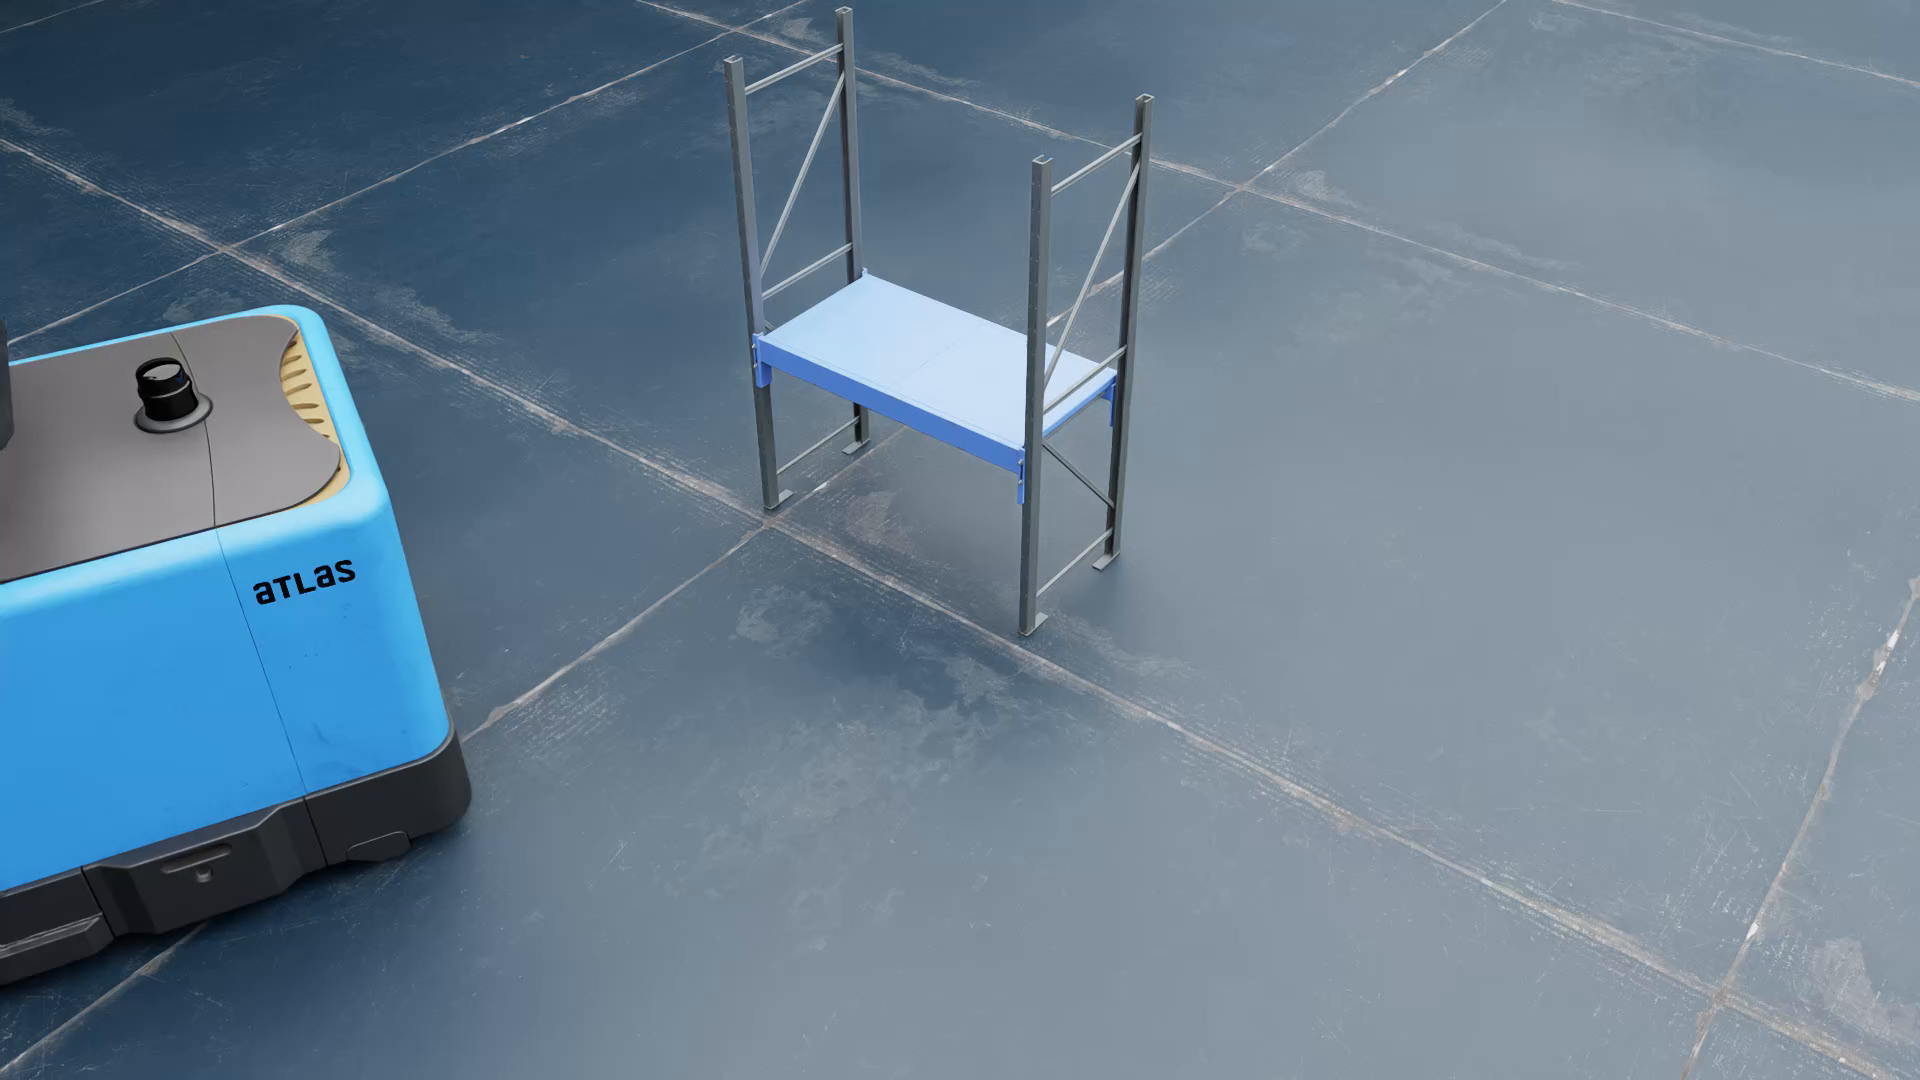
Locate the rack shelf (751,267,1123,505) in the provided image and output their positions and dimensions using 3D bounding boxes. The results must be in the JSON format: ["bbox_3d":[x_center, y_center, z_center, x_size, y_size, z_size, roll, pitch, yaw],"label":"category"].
[{"bbox_3d":[-0.068,-0.481,4.939,1.000,0.185,0.538,25,45,29],"label":"rack shelf"}]

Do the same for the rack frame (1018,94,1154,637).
[{"bbox_3d":[0.336,-0.432,4.585,0.032,1.500,0.500,25,45,29],"label":"rack frame"}]

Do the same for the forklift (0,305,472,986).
[{"bbox_3d":[-2.811,-0.270,3.218,3.031,2.935,1.130,-17,41,-20],"label":"forklift"}]

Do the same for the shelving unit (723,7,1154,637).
[{"bbox_3d":[-0.068,-0.622,4.828,1.048,1.500,0.538,25,45,29],"label":"shelving unit"}]

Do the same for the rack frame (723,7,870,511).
[{"bbox_3d":[-0.472,-0.813,5.072,0.032,1.500,0.500,25,45,29],"label":"rack frame"}]
